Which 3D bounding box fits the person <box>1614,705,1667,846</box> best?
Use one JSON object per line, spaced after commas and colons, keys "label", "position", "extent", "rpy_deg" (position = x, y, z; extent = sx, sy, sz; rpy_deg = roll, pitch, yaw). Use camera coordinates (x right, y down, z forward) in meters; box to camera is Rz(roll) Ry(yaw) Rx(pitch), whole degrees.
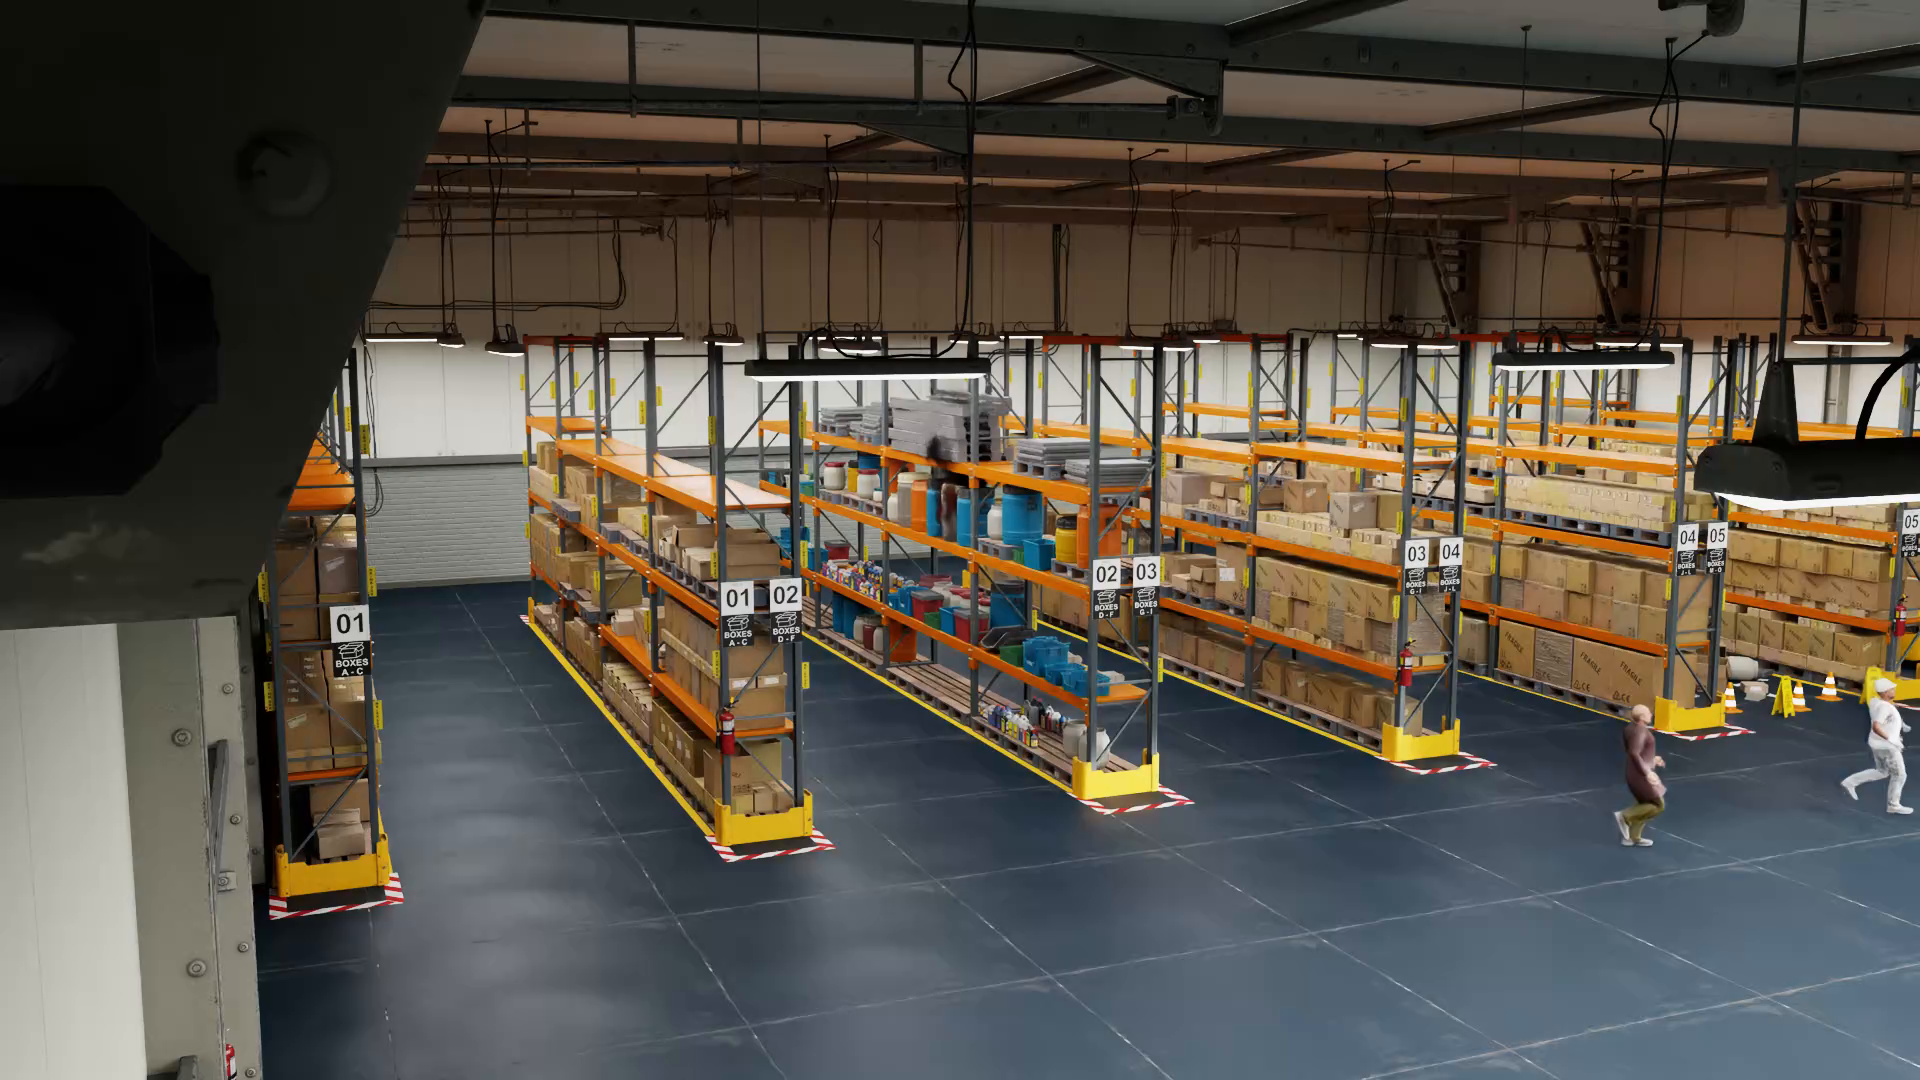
{"label": "person", "position": [8.178, 2.831, 19.970], "extent": [0.640, 1.731, 0.714], "rpy_deg": [1, 8, 5]}

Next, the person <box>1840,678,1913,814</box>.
{"label": "person", "position": [11.829, 2.637, 21.347], "extent": [0.839, 1.752, 0.697], "rpy_deg": [2, 8, 17]}
